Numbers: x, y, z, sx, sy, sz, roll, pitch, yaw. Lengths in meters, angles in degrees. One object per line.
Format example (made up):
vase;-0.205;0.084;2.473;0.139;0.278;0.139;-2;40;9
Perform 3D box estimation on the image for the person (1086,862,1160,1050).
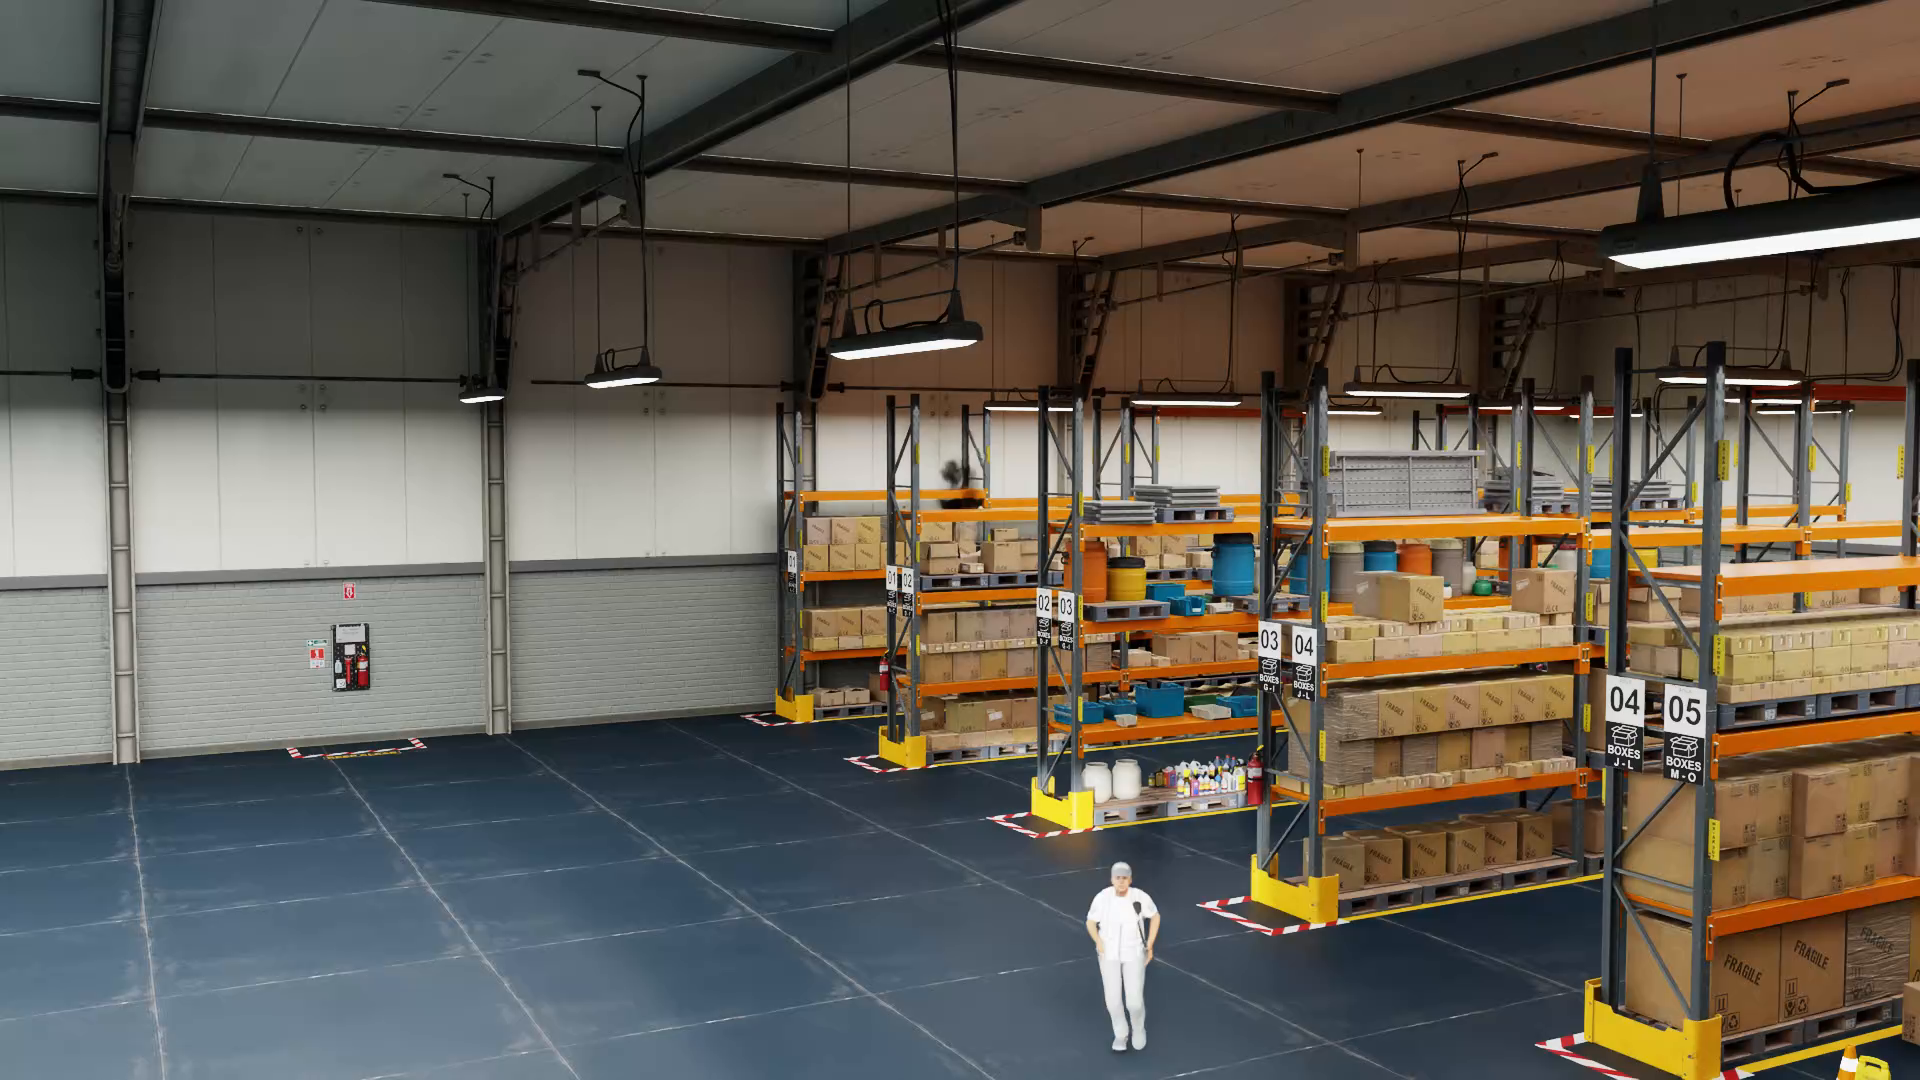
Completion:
person;1.367;3.544;14.102;0.614;1.634;0.568;1;3;12
